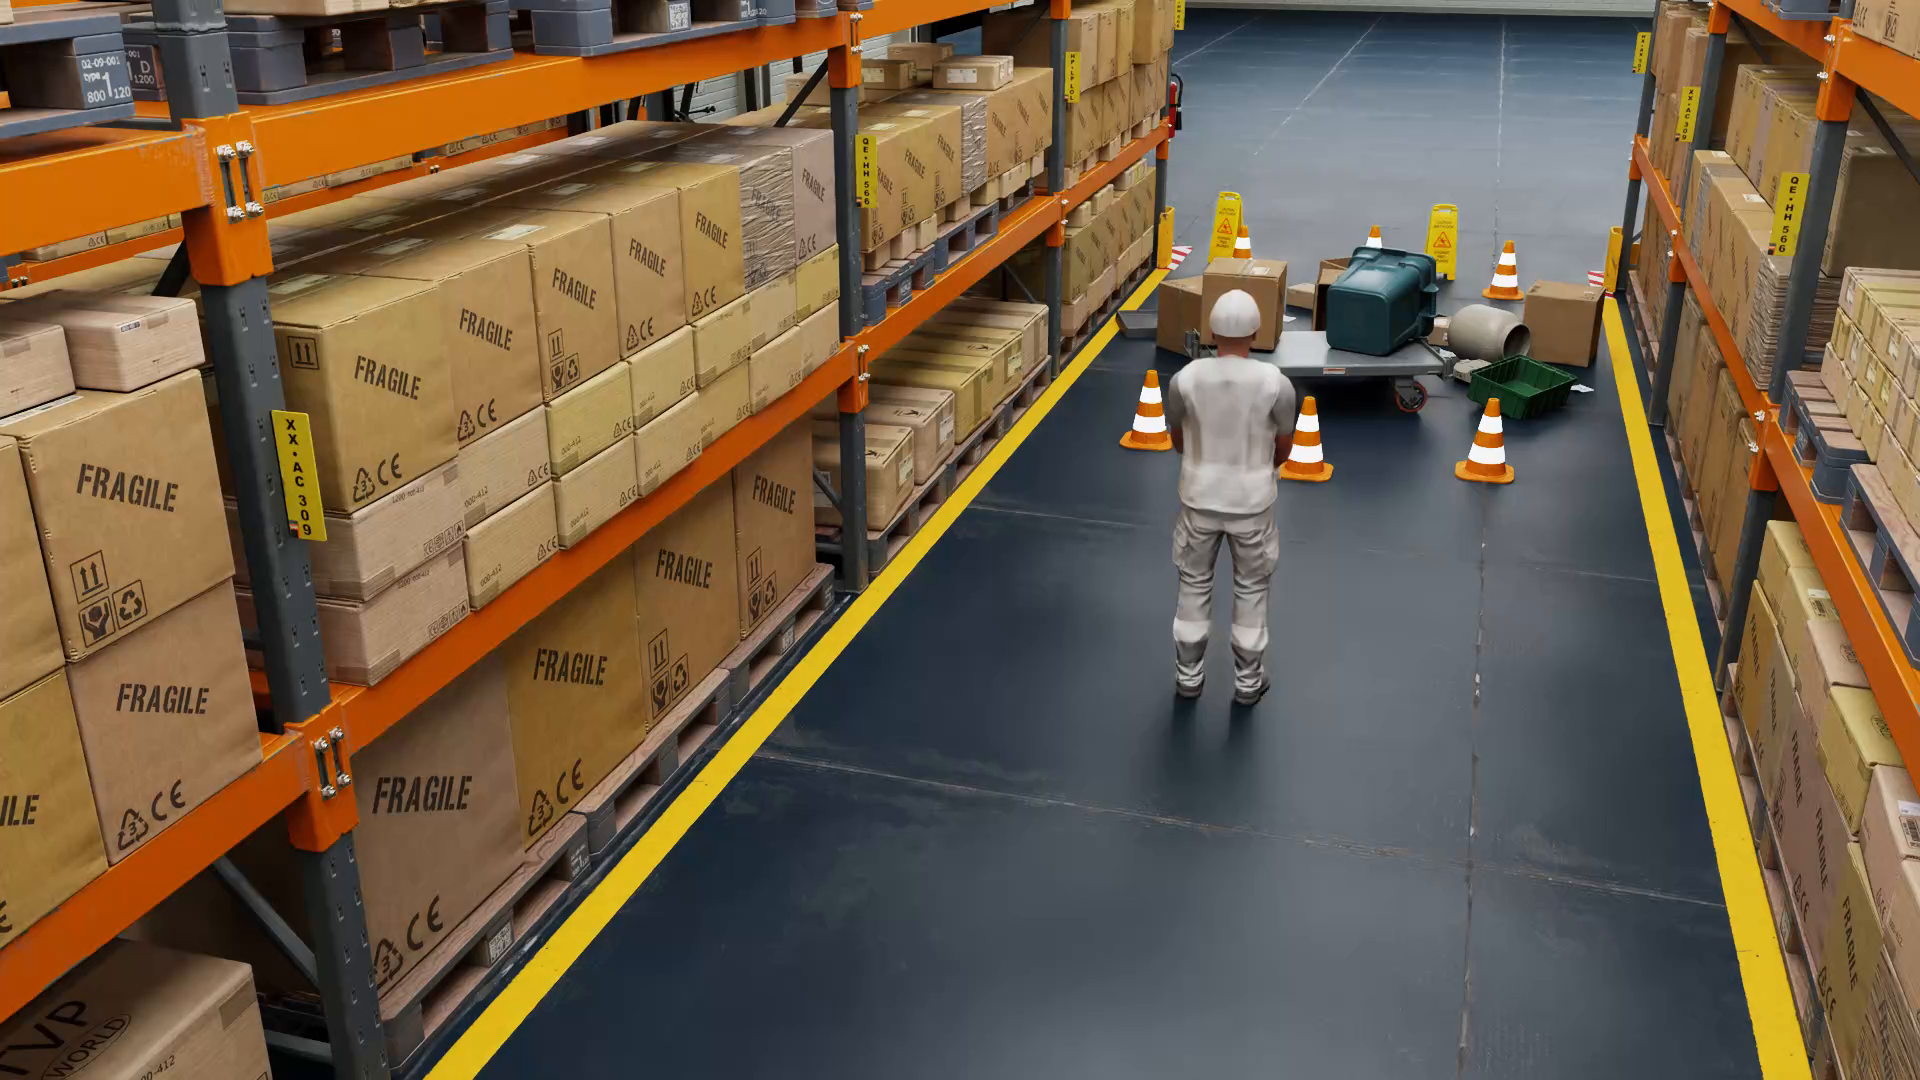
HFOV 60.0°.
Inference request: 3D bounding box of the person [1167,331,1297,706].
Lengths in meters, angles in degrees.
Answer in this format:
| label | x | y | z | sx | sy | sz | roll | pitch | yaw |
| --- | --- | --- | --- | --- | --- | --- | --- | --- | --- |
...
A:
| label | x | y | z | sx | sy | sz | roll | pitch | yaw |
| --- | --- | --- | --- | --- | --- | --- | --- | --- | --- |
| person | 15.450 | -1.762 | 11.033 | 25.571 | 1.746 | 16.838 | 6 | 23 | 15 |
